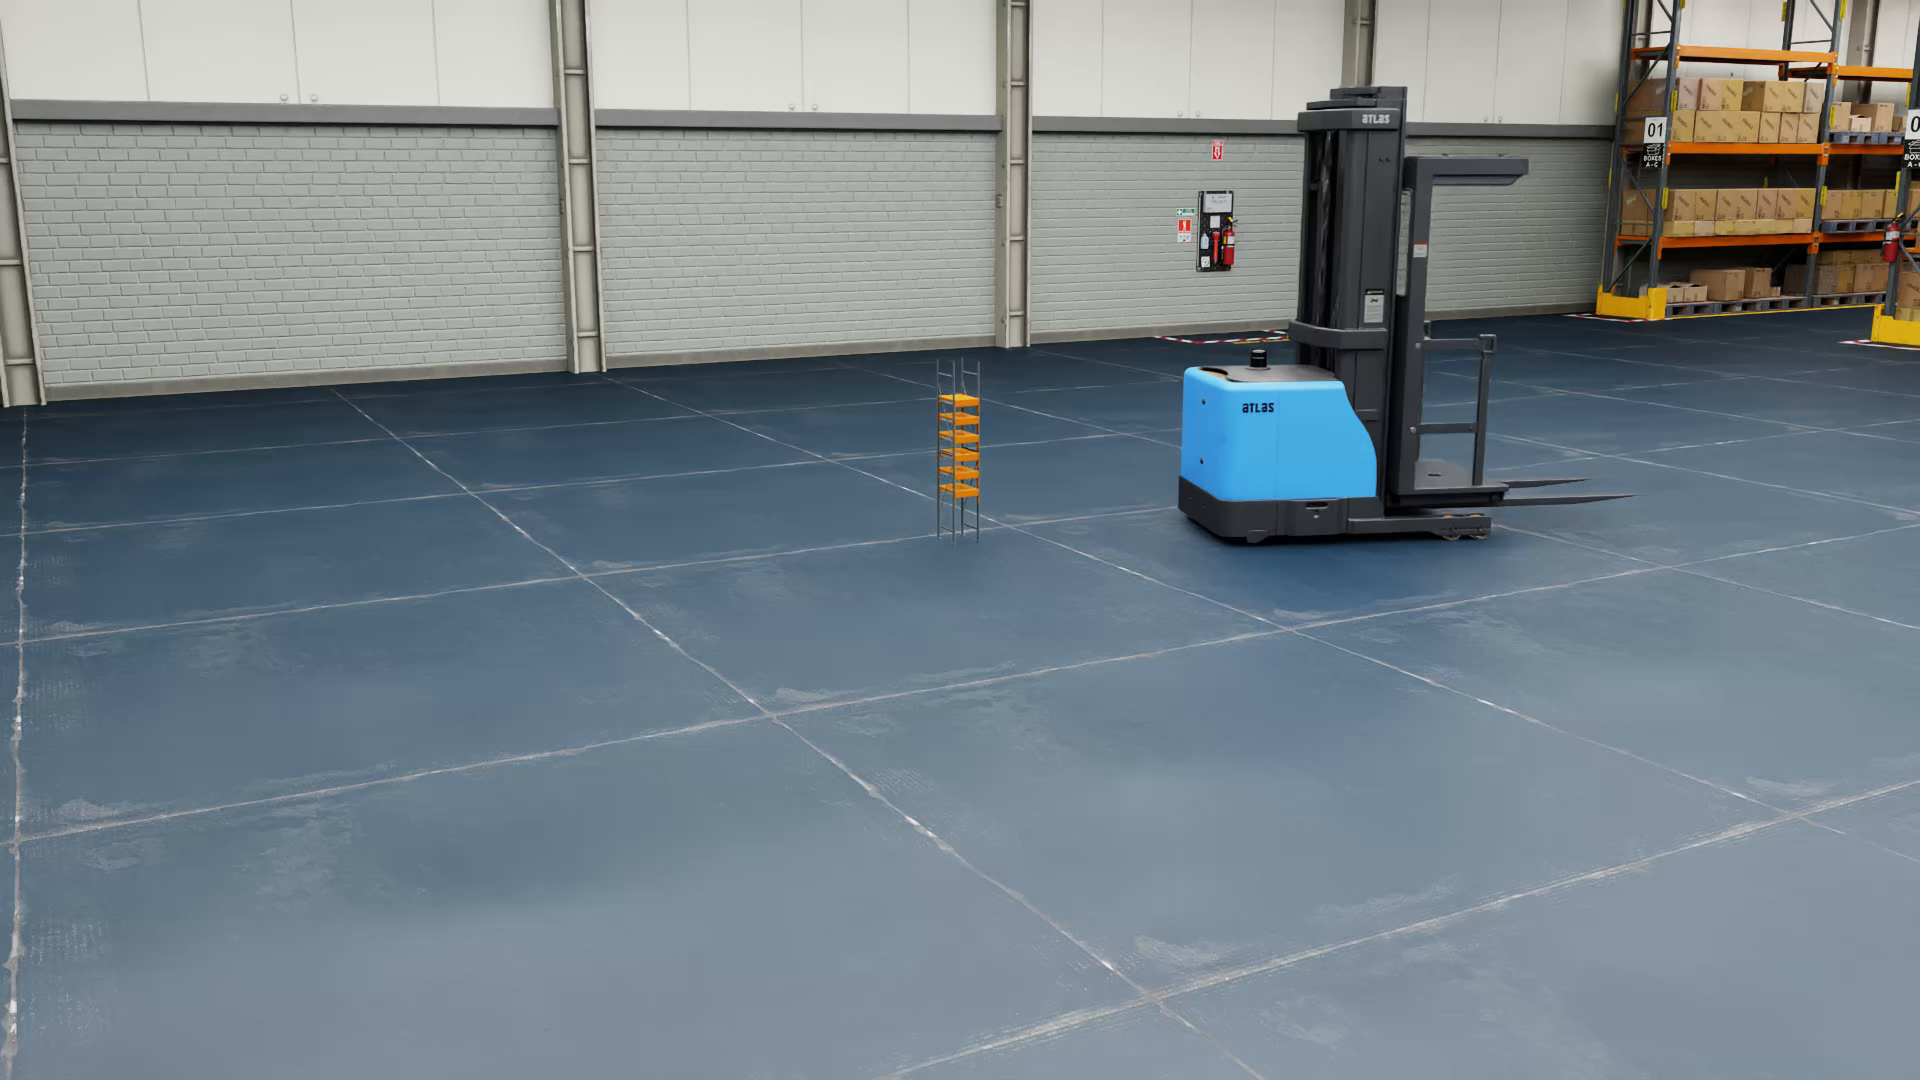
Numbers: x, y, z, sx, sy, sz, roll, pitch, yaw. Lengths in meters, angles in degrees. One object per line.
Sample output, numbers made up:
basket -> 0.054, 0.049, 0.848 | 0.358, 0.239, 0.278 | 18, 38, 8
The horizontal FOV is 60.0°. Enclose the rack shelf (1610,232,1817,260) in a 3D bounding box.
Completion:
rack shelf -> 12.815, -5.033, 28.278 | 4.000, 0.370, 1.077 | -7, 14, -28

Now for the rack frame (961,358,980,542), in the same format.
rack frame -> 0.068, -0.593, 11.013 | 0.006, 1.200, 0.240 | -7, 14, -28

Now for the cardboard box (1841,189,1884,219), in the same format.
cardboard box -> 16.090, -6.037, 29.873 | 0.500, 0.500, 0.700 | -5, 14, -20

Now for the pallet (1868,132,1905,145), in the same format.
pallet -> 16.072, -7.120, 29.510 | 1.003, 0.211, 1.213 | -7, 14, -28

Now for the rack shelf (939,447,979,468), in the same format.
rack shelf -> -0.013, -0.540, 10.980 | 0.180, 0.103, 0.258 | -7, 14, -28

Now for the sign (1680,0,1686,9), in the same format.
sign -> 11.319, -8.490, 26.030 | 0.005, 0.325, 0.100 | -7, 14, -28

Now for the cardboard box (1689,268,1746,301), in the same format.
cardboard box -> 12.878, -4.351, 28.304 | 0.500, 0.500, 0.700 | -8, 15, -31

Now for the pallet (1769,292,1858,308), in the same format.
pallet -> 15.253, -4.316, 29.806 | 1.213, 0.211, 1.003 | -7, 14, -28

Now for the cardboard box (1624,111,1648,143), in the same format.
cardboard box -> 11.304, -6.788, 27.334 | 0.500, 0.500, 0.500 | -6, 14, -24

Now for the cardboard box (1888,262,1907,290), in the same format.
cardboard box -> 16.966, -4.892, 30.708 | 0.500, 0.500, 0.700 | -7, 14, -28

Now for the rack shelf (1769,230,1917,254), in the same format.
rack shelf -> 16.326, -5.454, 30.148 | 4.000, 0.370, 1.077 | -7, 14, -28

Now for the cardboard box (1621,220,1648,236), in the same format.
cardboard box -> 11.377, -5.196, 27.663 | 0.500, 0.250, 0.500 | -7, 14, -27

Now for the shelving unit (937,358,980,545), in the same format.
shelving unit -> -0.013, -0.584, 10.971 | 0.189, 1.200, 0.258 | -7, 14, -28

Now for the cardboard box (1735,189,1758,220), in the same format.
cardboard box -> 12.965, -5.628, 27.872 | 0.500, 0.500, 0.500 | -6, 14, -26

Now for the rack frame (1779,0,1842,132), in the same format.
rack frame -> 14.570, -8.521, 28.476 | 0.127, 3.000, 1.000 | -7, 14, -28

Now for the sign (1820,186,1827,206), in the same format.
sign -> 14.837, -5.913, 28.578 | 0.005, 0.325, 0.100 | -7, 14, -28

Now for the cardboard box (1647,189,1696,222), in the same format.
cardboard box -> 11.622, -5.468, 27.162 | 0.500, 0.500, 0.500 | -7, 14, -28

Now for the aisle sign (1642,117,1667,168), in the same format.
aisle sign -> 11.140, -6.376, 26.689 | 0.004, 0.787, 0.394 | -7, 14, -28

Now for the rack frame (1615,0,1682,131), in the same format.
rack frame -> 11.059, -8.100, 26.606 | 0.127, 3.000, 1.000 | -7, 14, -28

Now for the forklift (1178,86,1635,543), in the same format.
forklift -> 3.107, -1.540, 11.278 | 3.031, 2.935, 1.130 | -2, 13, -9

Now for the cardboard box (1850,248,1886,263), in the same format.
cardboard box -> 16.495, -5.187, 30.309 | 0.500, 0.250, 0.500 | -7, 14, -28

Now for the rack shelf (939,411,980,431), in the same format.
rack shelf -> -0.013, -0.775, 10.928 | 0.180, 0.103, 0.258 | -7, 14, -28

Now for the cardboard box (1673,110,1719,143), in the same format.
cardboard box -> 11.961, -6.732, 27.085 | 0.500, 0.500, 0.500 | -6, 14, -24

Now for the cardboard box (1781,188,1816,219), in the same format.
cardboard box -> 14.304, -5.787, 28.580 | 0.500, 0.500, 0.500 | -7, 14, -28

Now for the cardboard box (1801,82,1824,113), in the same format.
cardboard box -> 14.261, -7.499, 28.216 | 0.500, 0.500, 0.500 | -8, 15, -33

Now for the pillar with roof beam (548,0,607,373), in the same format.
pillar with roof beam -> -2.477, -5.617, 15.573 | 0.400, 9.000, 9.100 | -7, 14, -28

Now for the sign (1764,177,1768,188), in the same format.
sign -> 14.301, -6.266, 29.481 | 0.005, 0.325, 0.100 | -7, 14, -28

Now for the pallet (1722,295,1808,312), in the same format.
pallet -> 13.998, -4.156, 29.096 | 1.213, 0.211, 1.003 | -7, 14, -28

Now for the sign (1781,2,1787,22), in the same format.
sign -> 14.299, -9.160, 28.828 | 0.005, 0.325, 0.100 | -7, 14, -28

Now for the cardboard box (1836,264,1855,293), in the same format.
cardboard box -> 15.638, -4.734, 30.003 | 0.500, 0.500, 0.700 | -7, 15, -29

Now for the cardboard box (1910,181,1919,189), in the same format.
cardboard box -> 17.518, -6.516, 30.524 | 0.250, 0.149, 0.380 | -10, 16, -37

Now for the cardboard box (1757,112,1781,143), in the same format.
cardboard box -> 13.327, -6.899, 27.827 | 0.500, 0.500, 0.500 | -7, 15, -30

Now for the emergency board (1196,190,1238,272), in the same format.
emergency board -> 3.806, -4.530, 24.405 | 0.643, 1.169, 0.194 | -7, 14, -28

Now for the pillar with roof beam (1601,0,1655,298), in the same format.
pillar with roof beam -> 13.322, -7.511, 23.987 | 0.400, 9.000, 9.100 | -7, 14, -28

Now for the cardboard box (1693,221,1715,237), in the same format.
cardboard box -> 12.089, -5.157, 27.490 | 0.500, 0.250, 0.500 | -7, 15, -30

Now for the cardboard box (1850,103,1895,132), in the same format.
cardboard box -> 16.171, -7.483, 29.511 | 0.500, 0.500, 0.500 | -7, 15, -30

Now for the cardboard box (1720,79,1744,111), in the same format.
cardboard box -> 12.423, -7.276, 27.225 | 0.500, 0.500, 0.500 | -6, 14, -26

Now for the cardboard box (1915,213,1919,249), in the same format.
cardboard box -> 13.852, -4.314, 23.221 | 0.500, 0.500, 0.700 | -7, 14, -28

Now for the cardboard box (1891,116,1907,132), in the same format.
cardboard box -> 16.899, -7.420, 30.135 | 0.637, 0.503, 0.797 | -5, 14, -20

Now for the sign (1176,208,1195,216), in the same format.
sign -> 3.279, -4.766, 24.167 | 0.331, 0.109, 0.001 | -7, 14, -28

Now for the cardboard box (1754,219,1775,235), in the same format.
cardboard box -> 13.425, -5.316, 28.194 | 0.500, 0.250, 0.500 | -7, 14, -28

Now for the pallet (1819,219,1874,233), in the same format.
pallet -> 15.311, -5.553, 29.388 | 1.213, 0.211, 1.003 | -7, 14, -28

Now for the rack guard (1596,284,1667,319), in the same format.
rack guard -> 11.126, -3.962, 27.575 | 0.348, 0.500, 1.175 | -7, 14, -28
